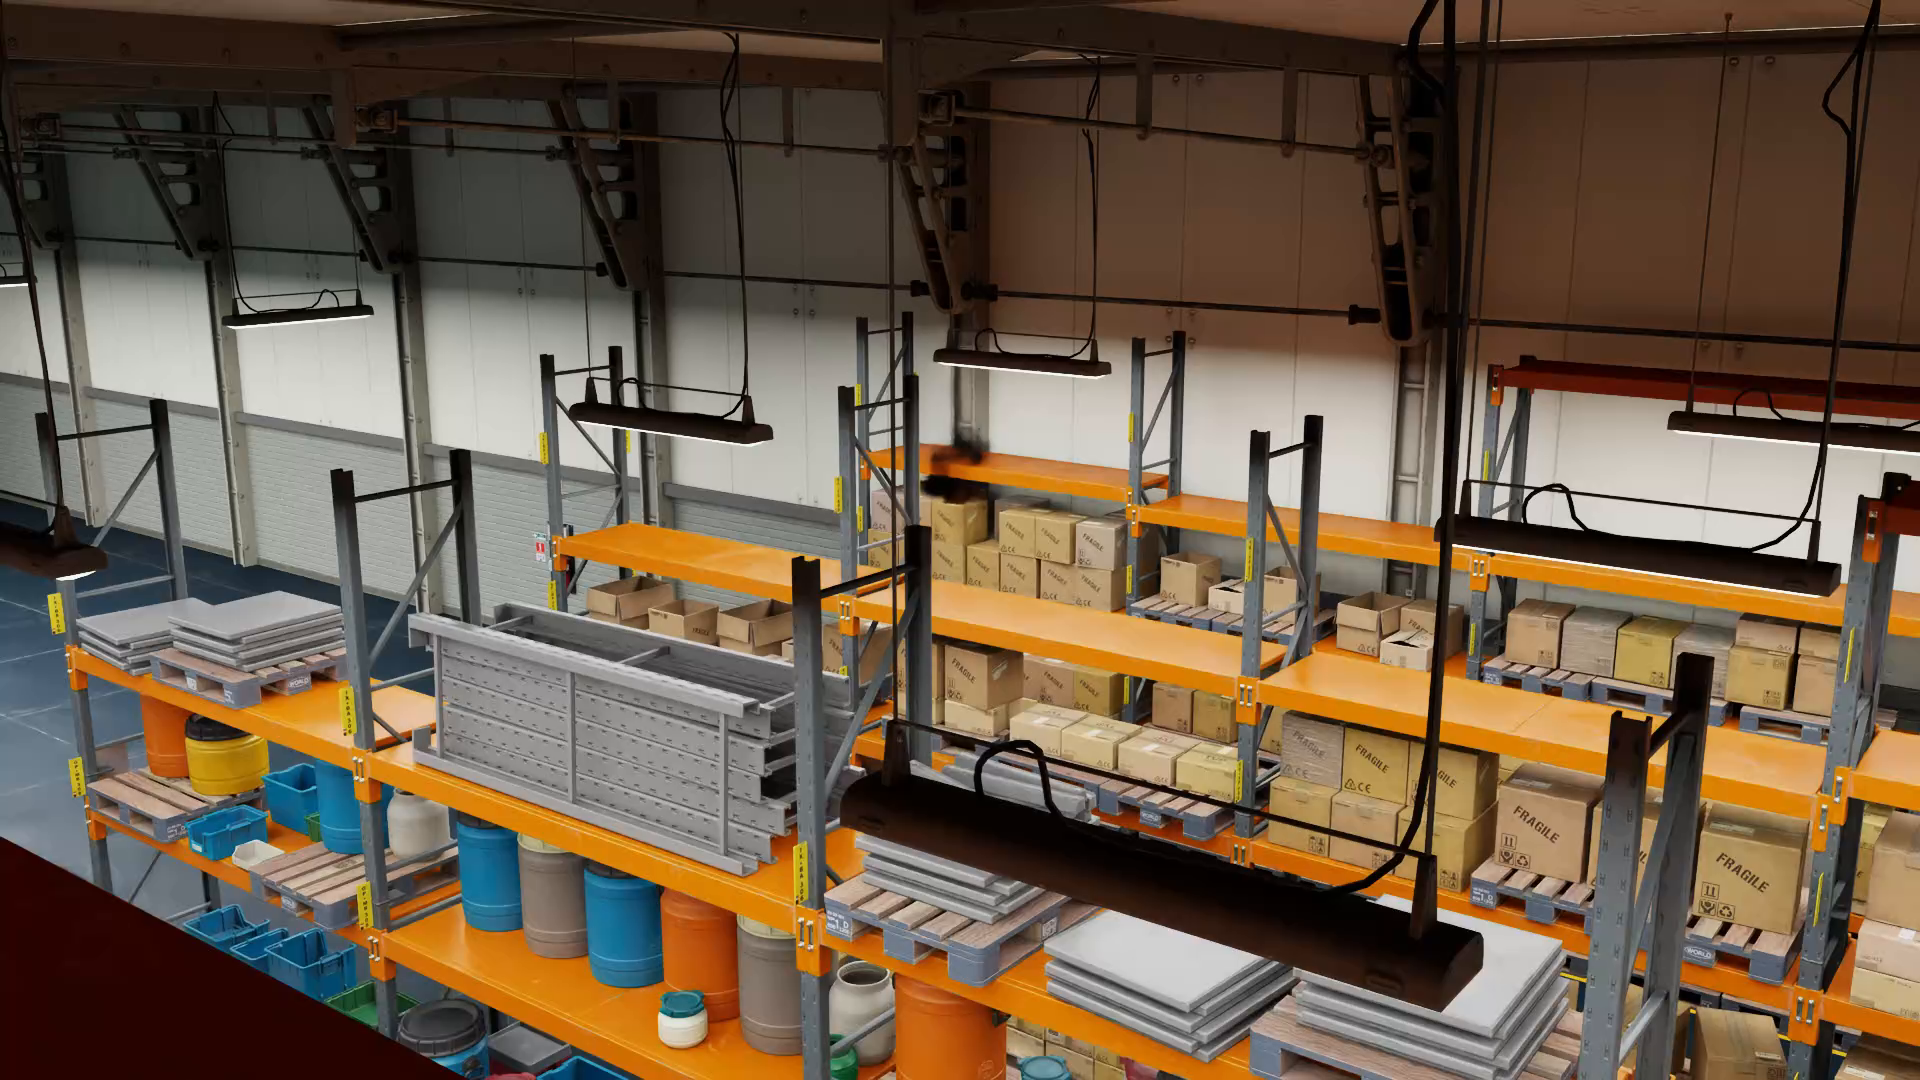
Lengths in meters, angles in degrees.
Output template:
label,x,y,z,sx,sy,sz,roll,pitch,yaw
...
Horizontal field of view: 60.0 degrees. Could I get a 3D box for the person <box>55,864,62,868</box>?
label,x,y,z,sx,sy,sz,roll,pitch,yaw
person,-8.371,3.771,15.478,0.603,1.638,0.592,-7,15,-27
